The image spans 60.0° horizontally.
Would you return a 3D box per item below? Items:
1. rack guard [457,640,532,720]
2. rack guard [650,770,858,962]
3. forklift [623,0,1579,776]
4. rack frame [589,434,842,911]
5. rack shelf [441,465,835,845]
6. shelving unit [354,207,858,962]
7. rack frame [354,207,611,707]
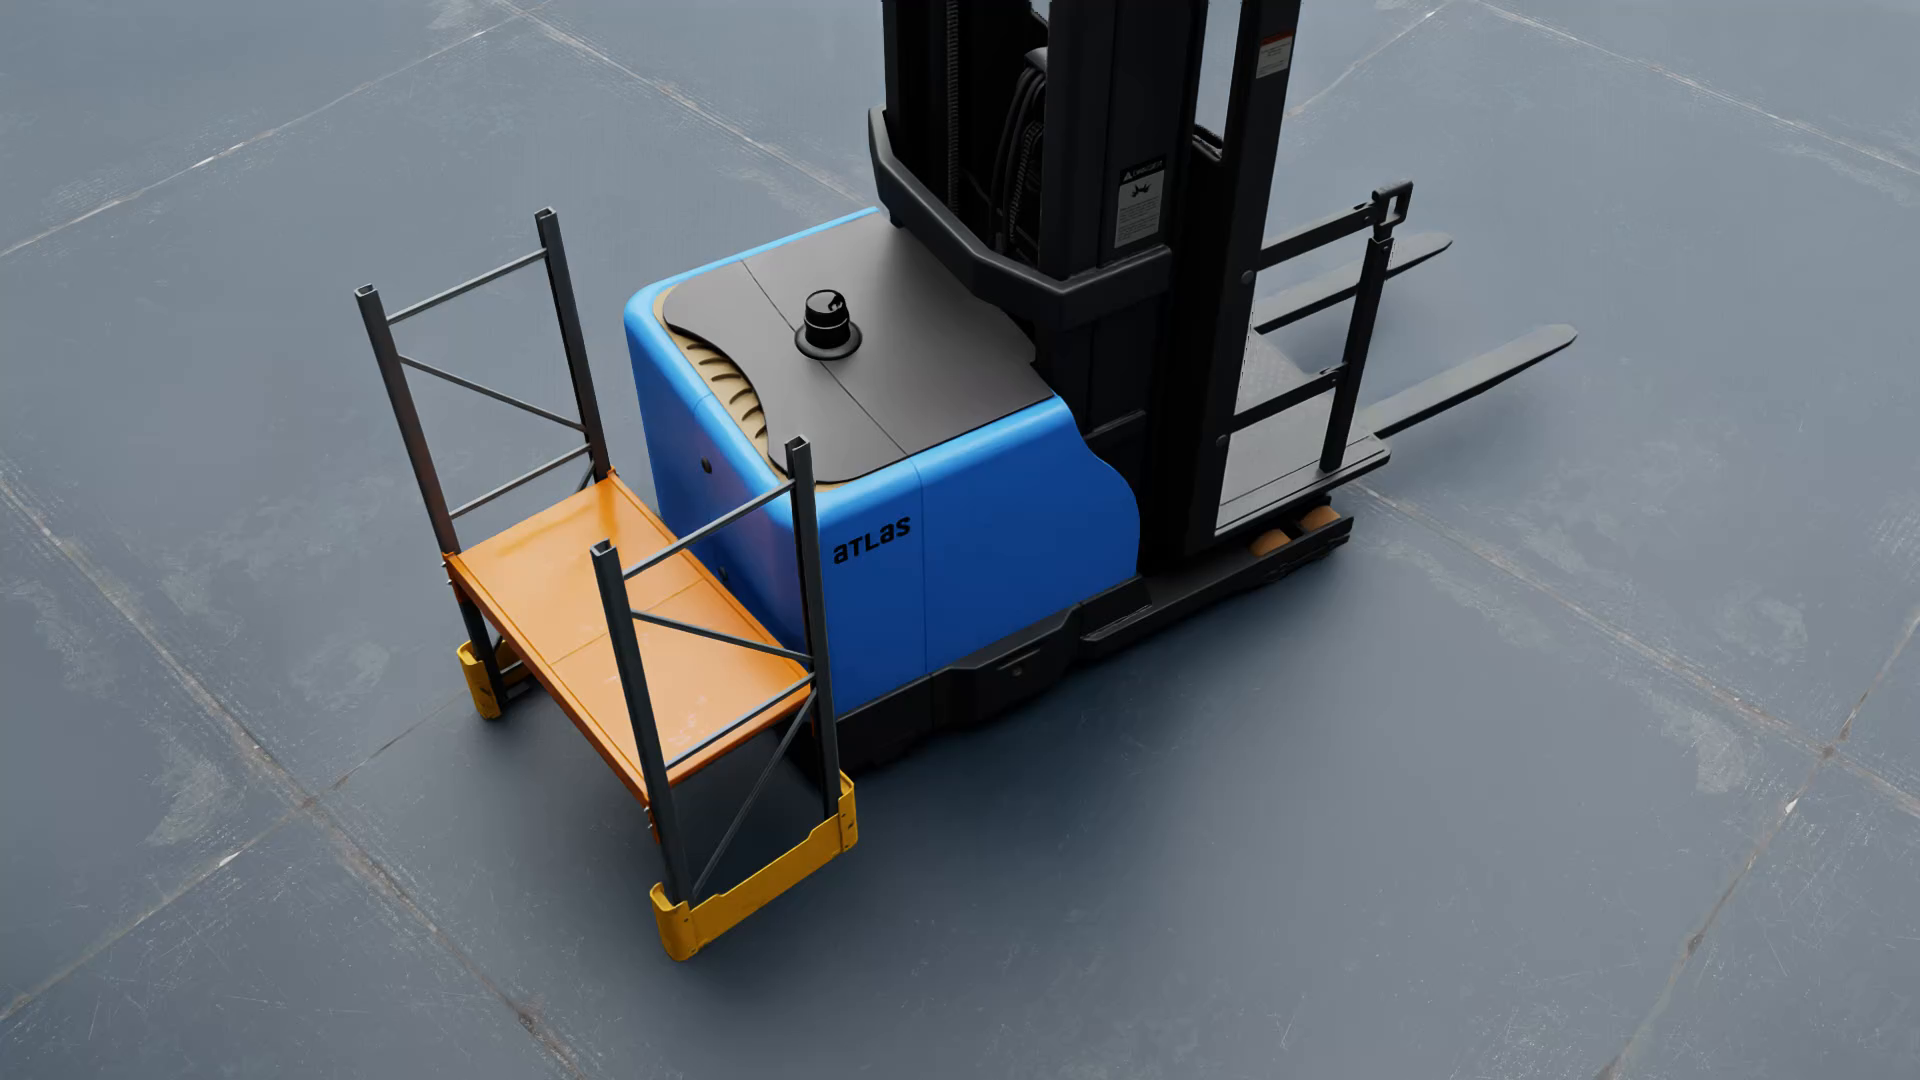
[{"bbox_3d":[-1.153,0.277,4.819,0.587,0.250,0.087,-31,54,-26],"label":"rack guard"},{"bbox_3d":[-0.519,0.837,4.292,0.587,0.250,0.087,-31,54,-26],"label":"rack guard"},{"bbox_3d":[0.620,-1.179,4.347,3.031,2.935,1.130,-24,51,-21],"label":"forklift"},{"bbox_3d":[-0.507,0.420,3.826,0.500,1.500,0.032,-31,54,-26],"label":"rack frame"},{"bbox_3d":[-0.830,0.258,4.226,0.538,0.185,1.000,-31,54,-26],"label":"rack shelf"},{"bbox_3d":[-0.836,0.129,4.100,0.587,1.500,1.083,-31,54,-26],"label":"shelving unit"},{"bbox_3d":[-1.153,-0.152,4.364,0.500,1.500,0.032,-31,54,-26],"label":"rack frame"}]
